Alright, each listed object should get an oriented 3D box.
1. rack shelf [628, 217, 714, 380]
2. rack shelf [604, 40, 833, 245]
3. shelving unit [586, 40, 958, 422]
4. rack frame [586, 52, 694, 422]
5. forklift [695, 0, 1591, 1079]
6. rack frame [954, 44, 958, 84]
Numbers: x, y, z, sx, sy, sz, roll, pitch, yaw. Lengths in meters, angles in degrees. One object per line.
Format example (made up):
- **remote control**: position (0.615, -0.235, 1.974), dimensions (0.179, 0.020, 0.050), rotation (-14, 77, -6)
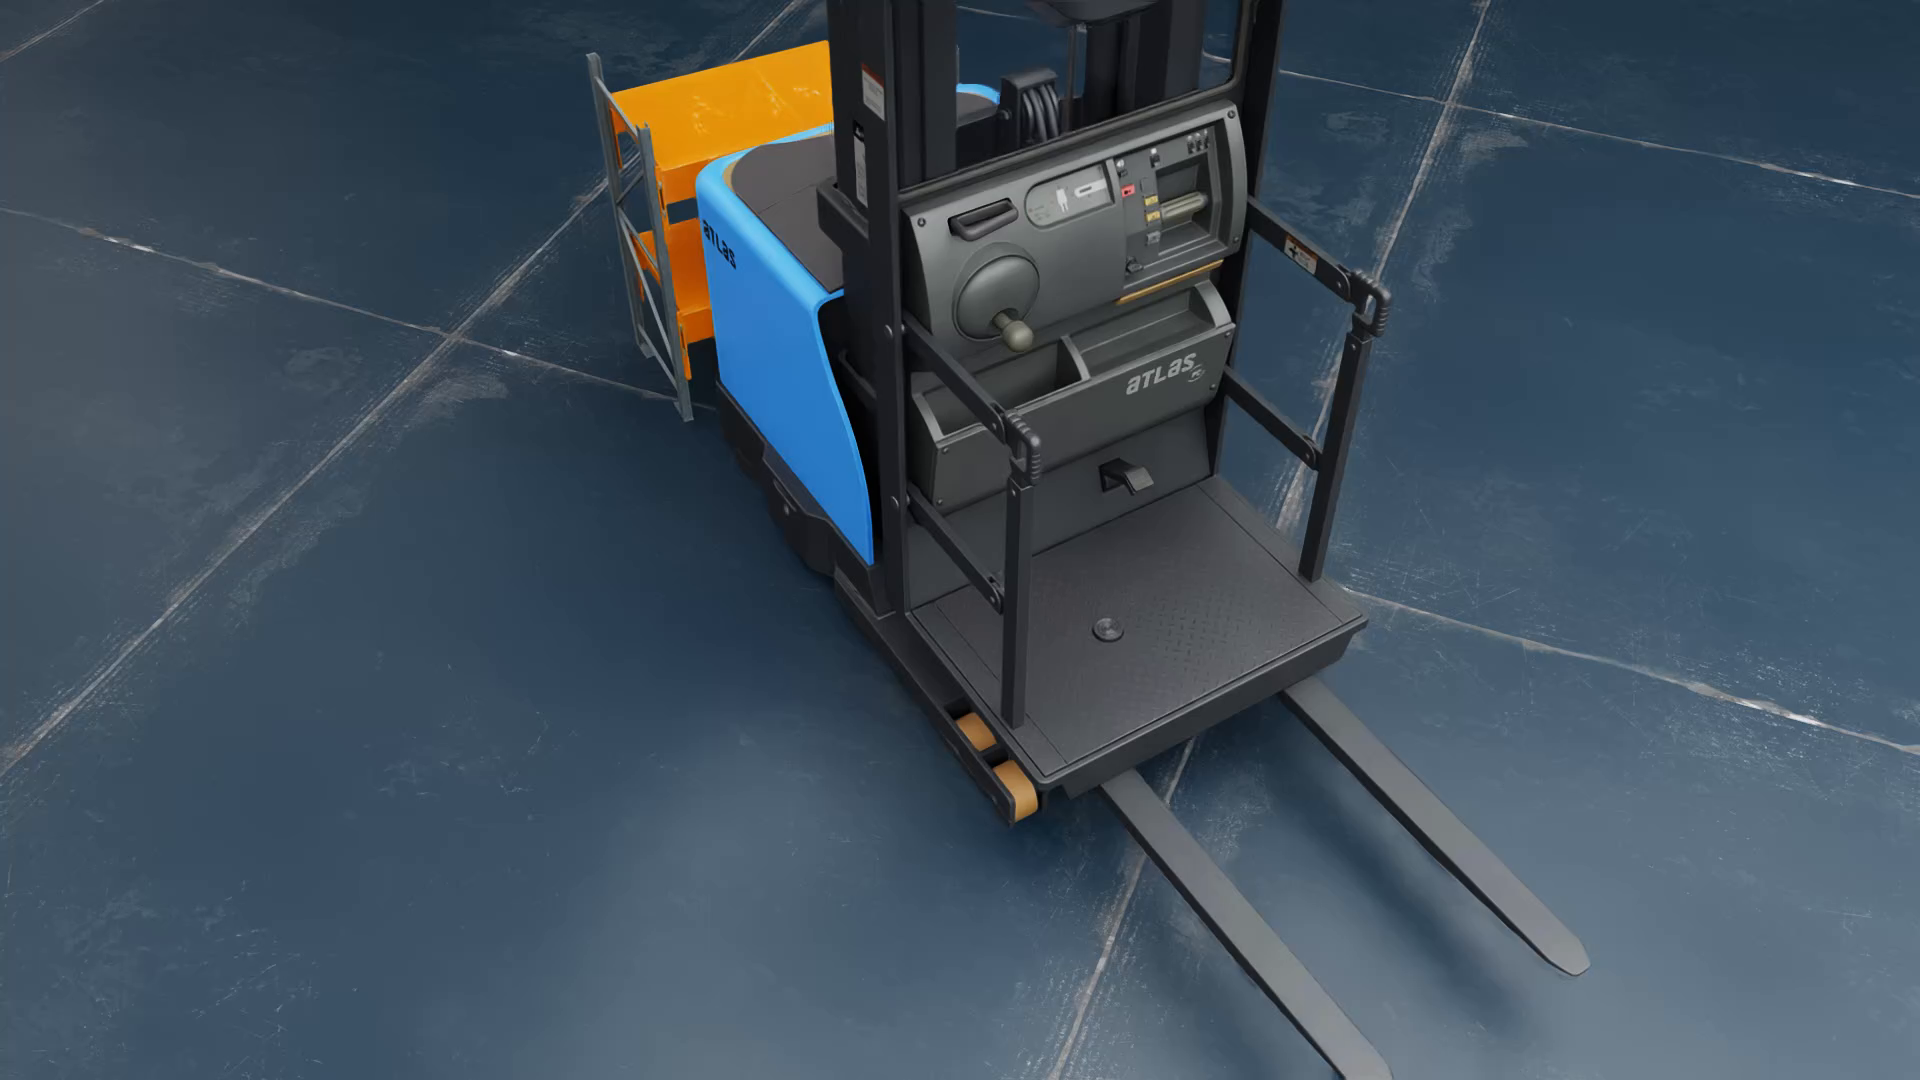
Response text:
- **rack shelf**: position (-0.584, -0.952, 5.756), dimensions (1.000, 0.278, 0.538), rotation (-20, 48, -19)
- **rack shelf**: position (-0.584, -1.333, 5.377), dimensions (1.000, 0.278, 0.538), rotation (-20, 48, -19)
- **shelving unit**: position (-0.584, -1.126, 5.584), dimensions (1.048, 1.125, 0.538), rotation (-20, 48, -19)
- **rack frame**: position (-1.035, -0.960, 5.418), dimensions (0.032, 1.125, 0.500), rotation (-20, 48, -19)
- **forklift**: position (0.414, -0.662, 3.837), dimensions (1.130, 2.935, 3.031), rotation (-24, 49, -22)
- **rack frame**: position (-0.133, -1.291, 5.750), dimensions (0.032, 1.125, 0.500), rotation (-20, 48, -19)
